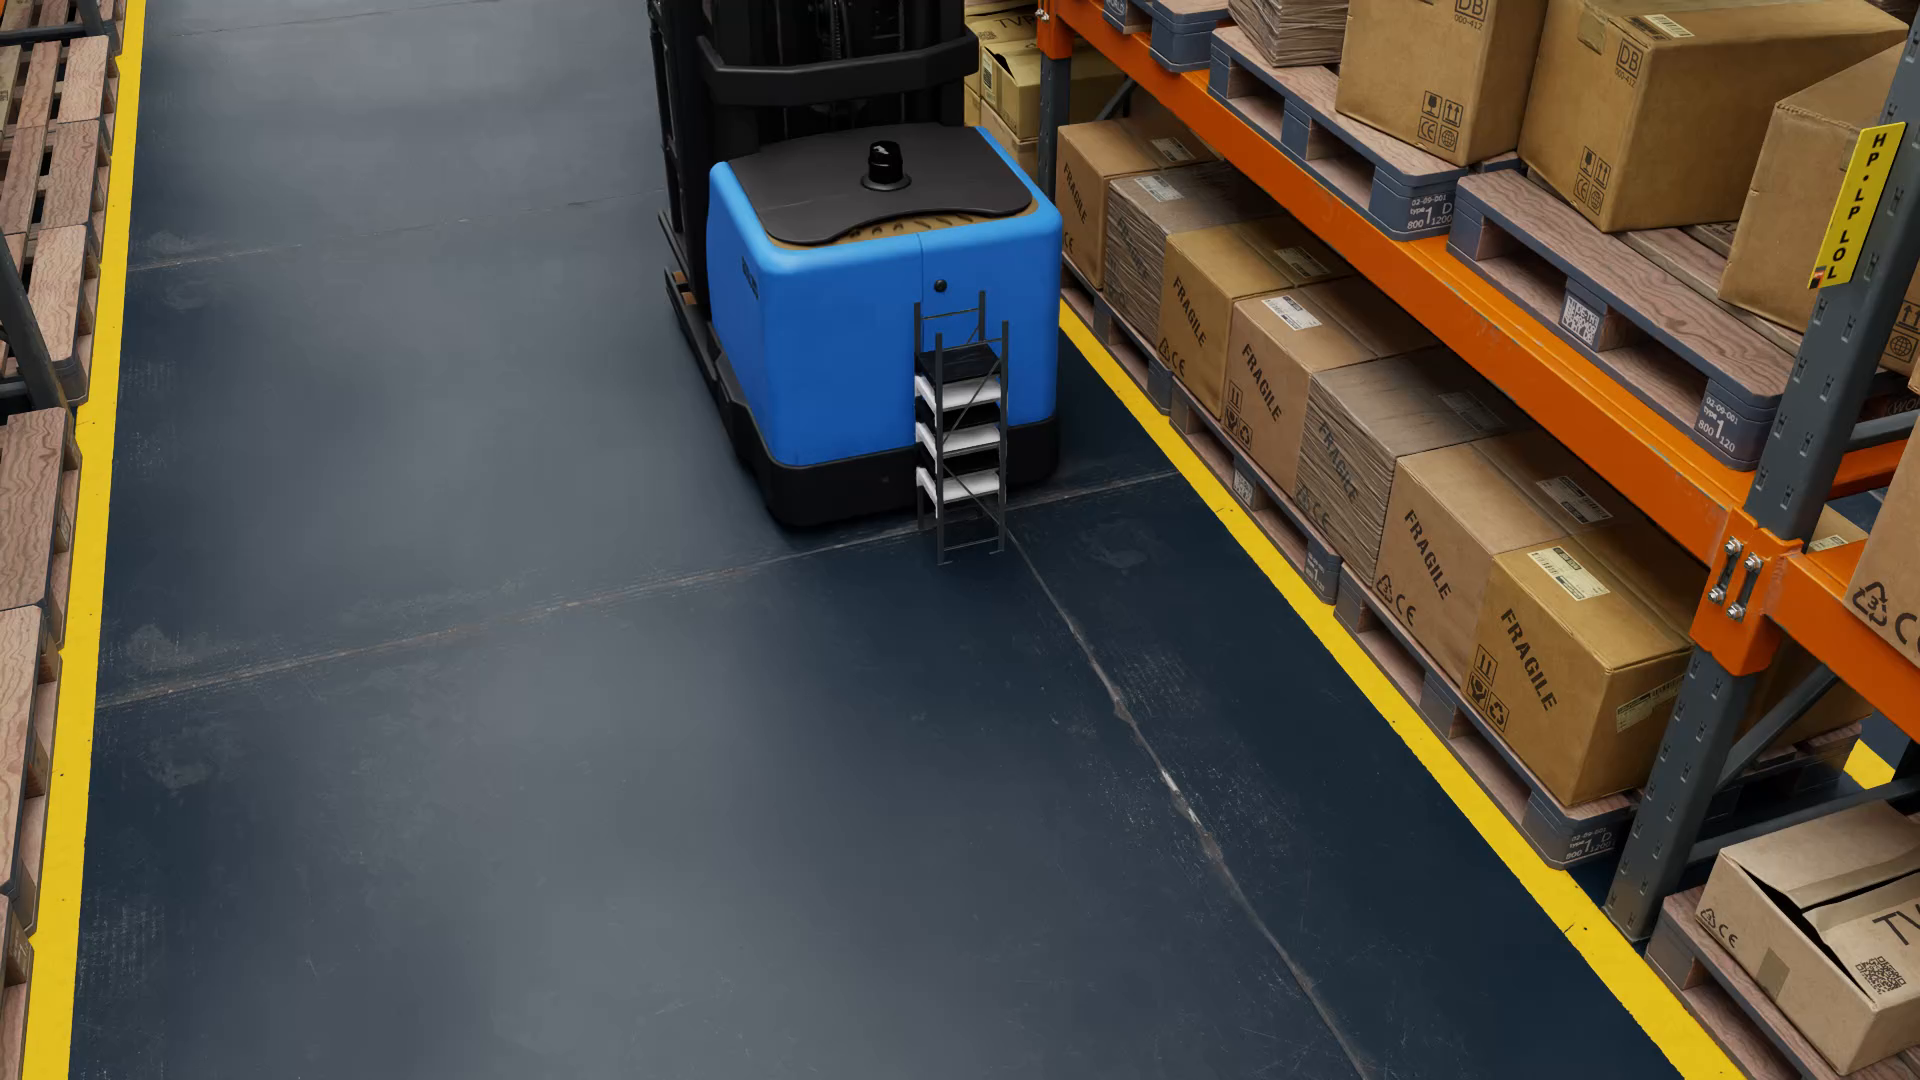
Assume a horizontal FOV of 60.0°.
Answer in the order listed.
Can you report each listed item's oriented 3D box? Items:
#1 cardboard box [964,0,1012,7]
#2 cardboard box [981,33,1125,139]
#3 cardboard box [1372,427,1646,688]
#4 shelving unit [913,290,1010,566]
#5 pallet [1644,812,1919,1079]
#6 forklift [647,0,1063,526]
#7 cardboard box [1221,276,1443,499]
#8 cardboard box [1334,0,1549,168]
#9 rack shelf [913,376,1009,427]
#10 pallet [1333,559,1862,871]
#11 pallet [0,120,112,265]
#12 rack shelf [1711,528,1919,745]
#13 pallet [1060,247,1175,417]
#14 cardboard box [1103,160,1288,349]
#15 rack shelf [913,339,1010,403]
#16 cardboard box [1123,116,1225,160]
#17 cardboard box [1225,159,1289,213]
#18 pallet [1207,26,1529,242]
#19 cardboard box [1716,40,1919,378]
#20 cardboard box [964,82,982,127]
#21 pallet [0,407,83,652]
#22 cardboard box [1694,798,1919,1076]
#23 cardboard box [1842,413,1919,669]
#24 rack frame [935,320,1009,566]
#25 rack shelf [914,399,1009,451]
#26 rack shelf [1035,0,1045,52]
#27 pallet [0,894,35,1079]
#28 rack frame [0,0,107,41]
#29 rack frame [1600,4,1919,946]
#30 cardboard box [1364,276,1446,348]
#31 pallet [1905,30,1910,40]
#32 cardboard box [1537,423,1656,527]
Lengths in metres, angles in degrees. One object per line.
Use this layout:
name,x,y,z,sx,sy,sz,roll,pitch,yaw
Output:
cardboard box,0.056,-2.653,8.250,0.500,0.311,0.500,-13,39,-16
cardboard box,0.412,-2.075,7.482,0.500,0.311,0.500,-11,38,-15
cardboard box,1.599,0.045,4.909,0.500,0.500,0.500,-12,39,-16
shelving unit,0.003,-0.355,5.473,0.258,0.900,0.210,-12,39,-16
pallet,2.436,1.225,3.949,1.003,0.211,1.213,-12,39,-16
forklift,-0.606,-2.107,6.111,1.130,2.935,3.031,-12,39,-15
cardboard box,1.250,-0.525,5.666,0.500,0.500,0.500,-14,39,-17
cardboard box,1.534,-1.470,4.777,0.700,0.500,0.500,-23,43,-27
rack shelf,0.003,-0.472,5.385,0.258,0.077,0.200,-12,39,-16
pallet,1.885,0.385,5.064,1.003,0.211,1.213,-12,39,-16
pallet,-4.474,-1.533,7.610,1.003,0.211,1.213,-12,39,-16
rack shelf,2.889,1.140,2.341,1.077,0.370,4.000,-12,39,-16
pallet,1.045,-0.993,6.894,1.003,0.211,1.213,-12,39,-16
cardboard box,0.898,-1.103,6.434,0.500,0.500,0.500,-14,39,-18
rack shelf,0.003,-0.544,5.331,0.258,0.077,0.200,-12,39,-16
cardboard box,0.919,-1.963,7.799,0.500,0.250,0.500,-13,39,-16
cardboard box,1.366,-1.234,6.608,0.500,0.500,0.500,-11,38,-14
pallet,1.497,-1.363,5.225,1.003,0.211,1.213,-12,39,-16
cardboard box,2.247,-0.799,3.885,0.700,0.500,0.500,-26,44,-31
cardboard box,0.233,-2.143,8.039,0.500,0.250,0.500,-13,39,-16
pallet,-3.518,0.037,5.525,1.003,0.211,1.213,-12,39,-16
cardboard box,2.142,0.903,3.927,0.500,0.311,0.500,-12,39,-16
cardboard box,2.120,0.027,3.138,0.500,0.500,0.500,-11,38,-15
rack frame,0.038,-0.297,5.397,0.240,0.900,0.006,-12,39,-16
rack shelf,0.003,-0.400,5.439,0.258,0.077,0.200,-12,39,-16
rack shelf,0.136,-3.379,8.341,1.077,0.370,4.000,-12,39,-16
pallet,-2.678,1.415,3.695,1.003,0.211,1.213,-12,39,-16
rack frame,-5.205,-3.773,8.266,1.000,3.000,0.127,-12,39,-16
rack frame,2.200,-0.277,3.625,1.000,3.000,0.127,-12,39,-16
cardboard box,1.730,-0.647,5.828,0.500,0.500,0.500,-14,39,-18
pallet,5.206,-2.893,9.415,1.003,0.211,1.213,-12,39,-16
cardboard box,2.069,-0.077,5.071,0.500,0.500,0.500,-12,39,-15
